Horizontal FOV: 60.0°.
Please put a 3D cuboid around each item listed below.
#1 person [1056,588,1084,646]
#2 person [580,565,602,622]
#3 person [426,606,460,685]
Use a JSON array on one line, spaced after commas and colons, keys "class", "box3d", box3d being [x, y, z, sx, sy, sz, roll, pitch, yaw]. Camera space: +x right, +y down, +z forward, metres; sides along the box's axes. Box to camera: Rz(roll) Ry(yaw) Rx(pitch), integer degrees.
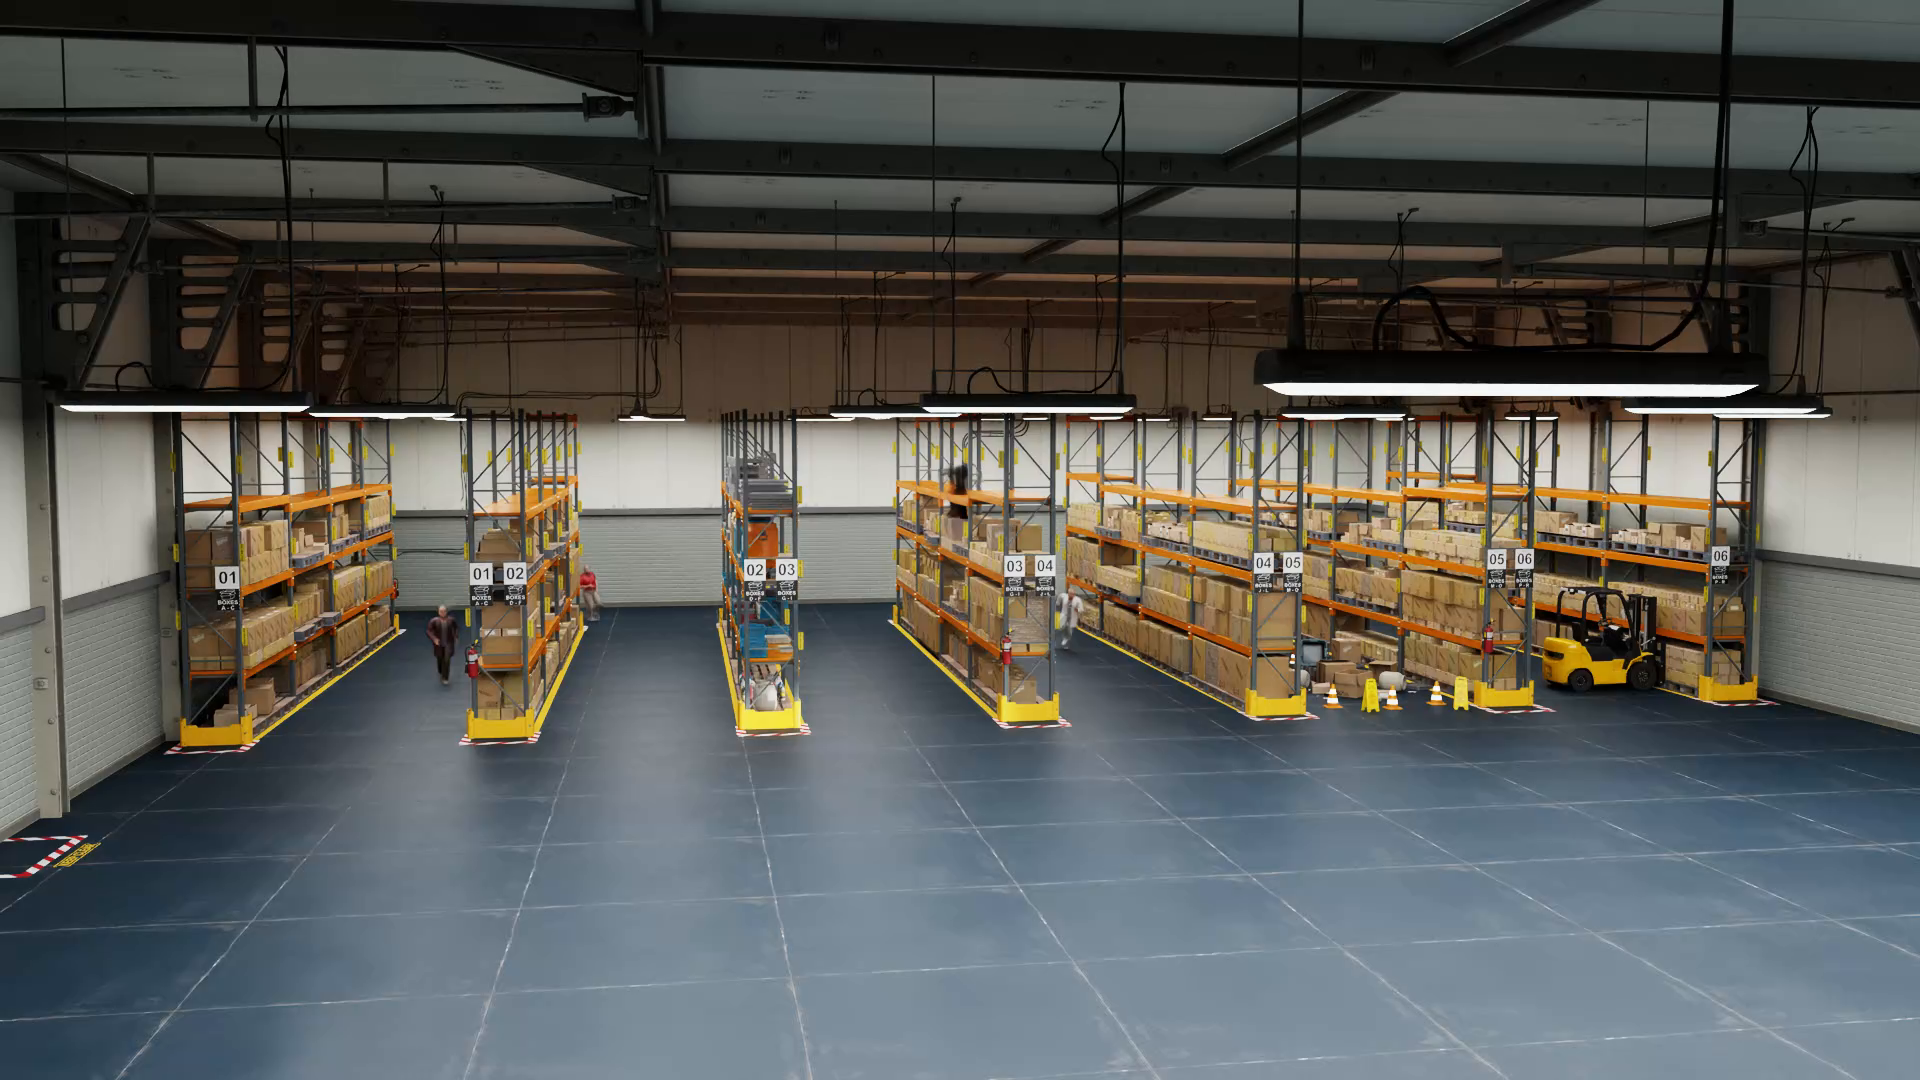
[{"class": "person", "box3d": [2.752, 1.901, 41.640, 0.712, 1.461, 1.179, 0, 4, 5]}, {"class": "person", "box3d": [-10.671, 1.562, 47.959, 0.668, 1.701, 0.799, 4, 6, 44]}, {"class": "person", "box3d": [-11.401, 2.305, 36.678, 0.709, 1.732, 0.850, -1, 4, -18]}]
